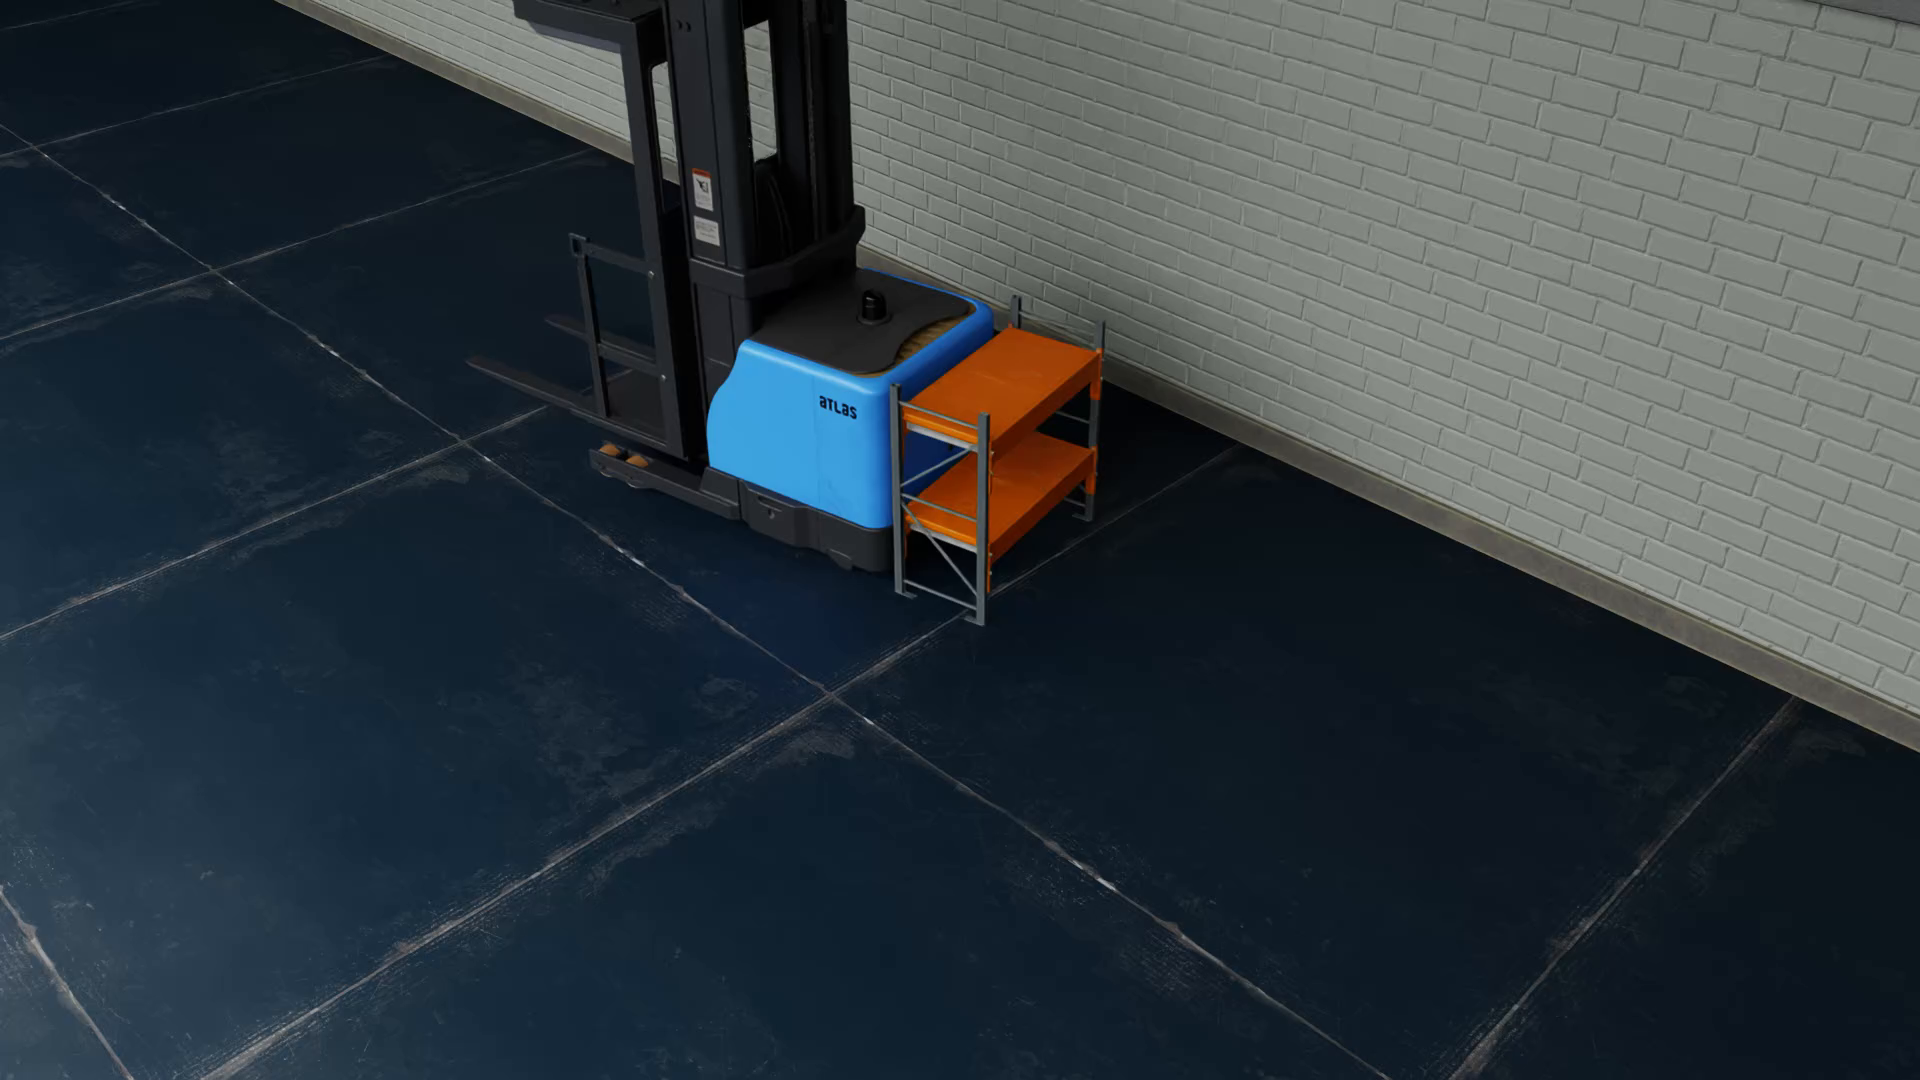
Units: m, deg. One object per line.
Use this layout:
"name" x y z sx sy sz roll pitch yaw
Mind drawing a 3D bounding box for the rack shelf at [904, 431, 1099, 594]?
"rack shelf" 0.186 -0.187 7.962 0.538 0.278 1.000 20 40 26

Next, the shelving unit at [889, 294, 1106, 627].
"shelving unit" 0.186 -0.388 7.822 0.538 1.125 1.048 20 40 26

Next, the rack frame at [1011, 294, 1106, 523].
"rack frame" 0.462 -0.632 8.173 0.500 1.125 0.032 20 40 26

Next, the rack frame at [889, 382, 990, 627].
"rack frame" -0.090 -0.143 7.472 0.500 1.125 0.032 20 40 26

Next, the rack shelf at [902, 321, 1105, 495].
"rack shelf" 0.186 -0.628 7.655 0.538 0.278 1.000 20 40 26

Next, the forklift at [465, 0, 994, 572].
"forklift" -1.328 -1.699 8.125 3.031 2.935 1.130 21 40 27
